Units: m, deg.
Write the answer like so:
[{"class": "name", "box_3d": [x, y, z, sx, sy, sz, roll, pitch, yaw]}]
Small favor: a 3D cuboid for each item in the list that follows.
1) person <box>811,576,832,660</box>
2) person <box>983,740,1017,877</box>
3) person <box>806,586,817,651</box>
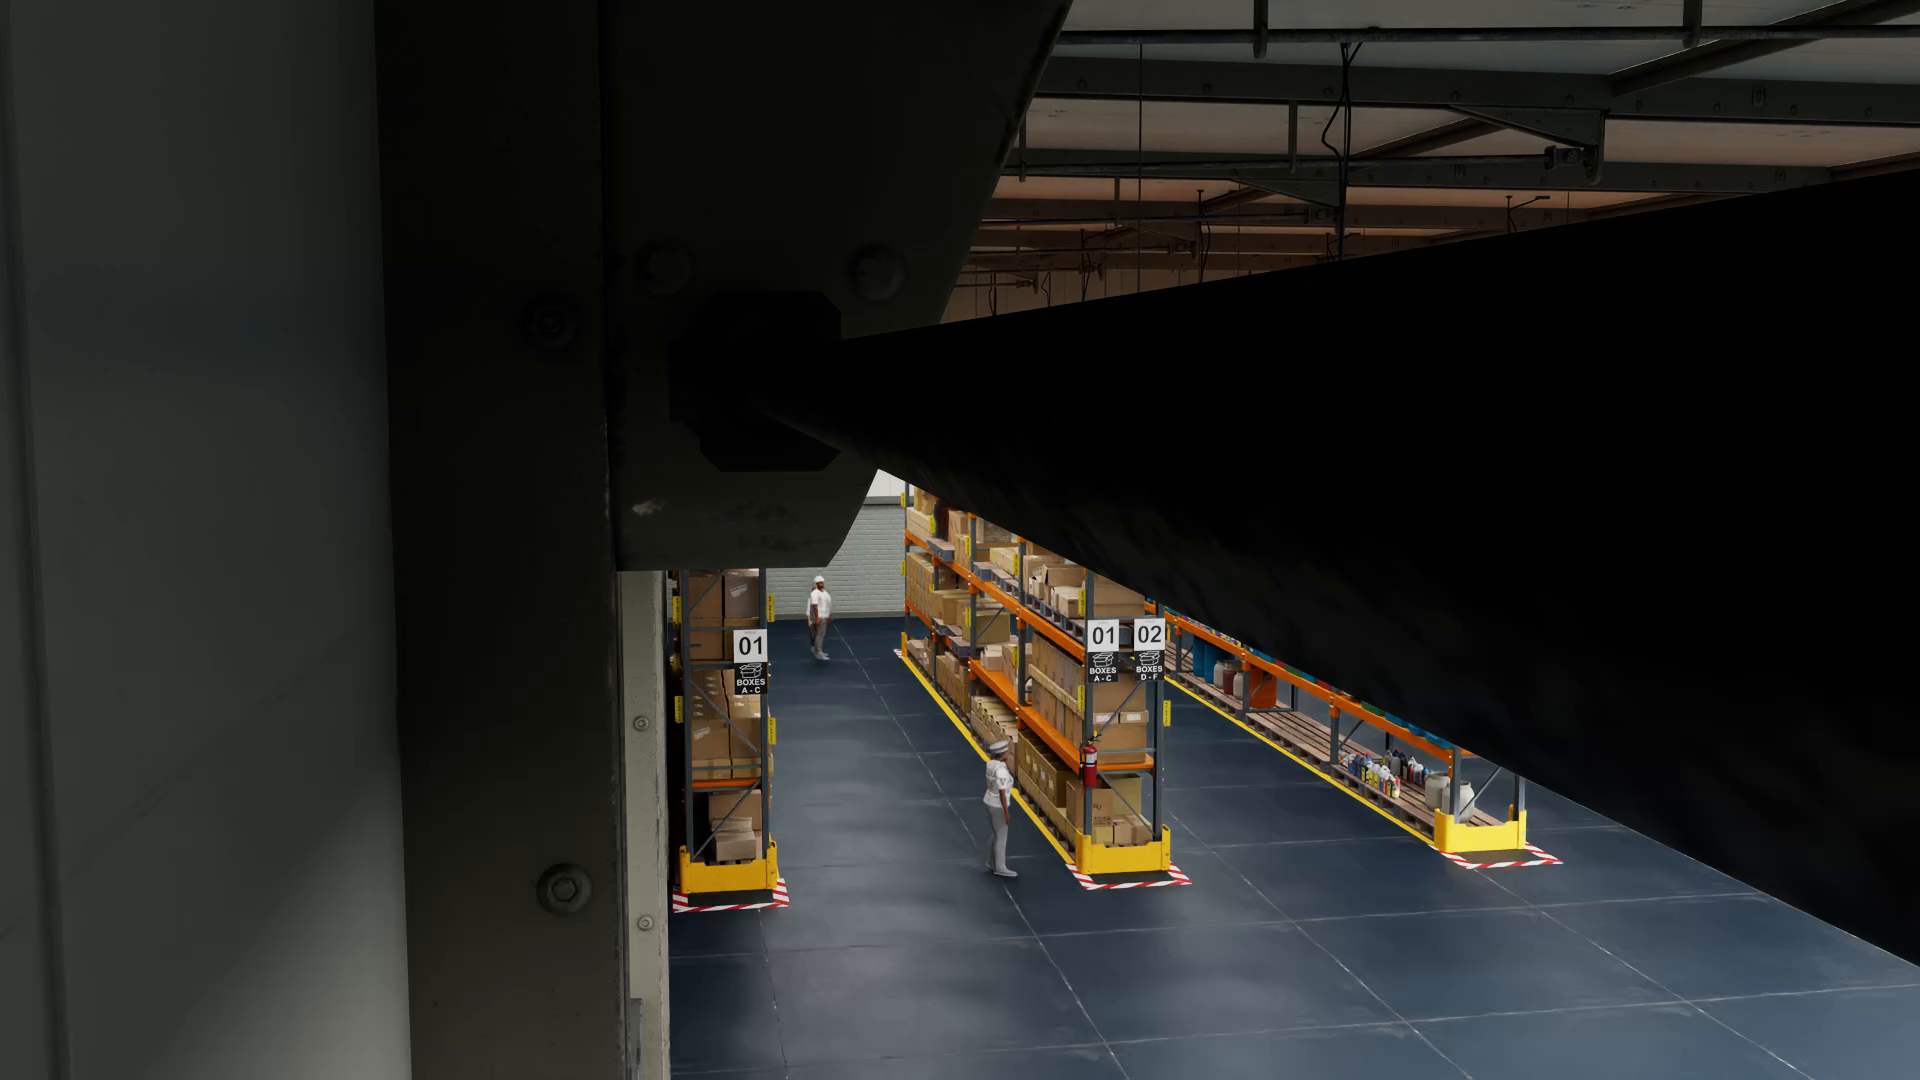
[{"class": "person", "box_3d": [-2.963, 1.656, 35.462, 0.405, 1.778, 0.654, 1, 6, 8]}, {"class": "person", "box_3d": [0.492, 3.387, 20.813, 0.368, 1.767, 0.547, -2, 6, -16]}, {"class": "person", "box_3d": [-3.160, 1.775, 36.446, 0.428, 1.550, 0.823, -1, 6, -9]}]
